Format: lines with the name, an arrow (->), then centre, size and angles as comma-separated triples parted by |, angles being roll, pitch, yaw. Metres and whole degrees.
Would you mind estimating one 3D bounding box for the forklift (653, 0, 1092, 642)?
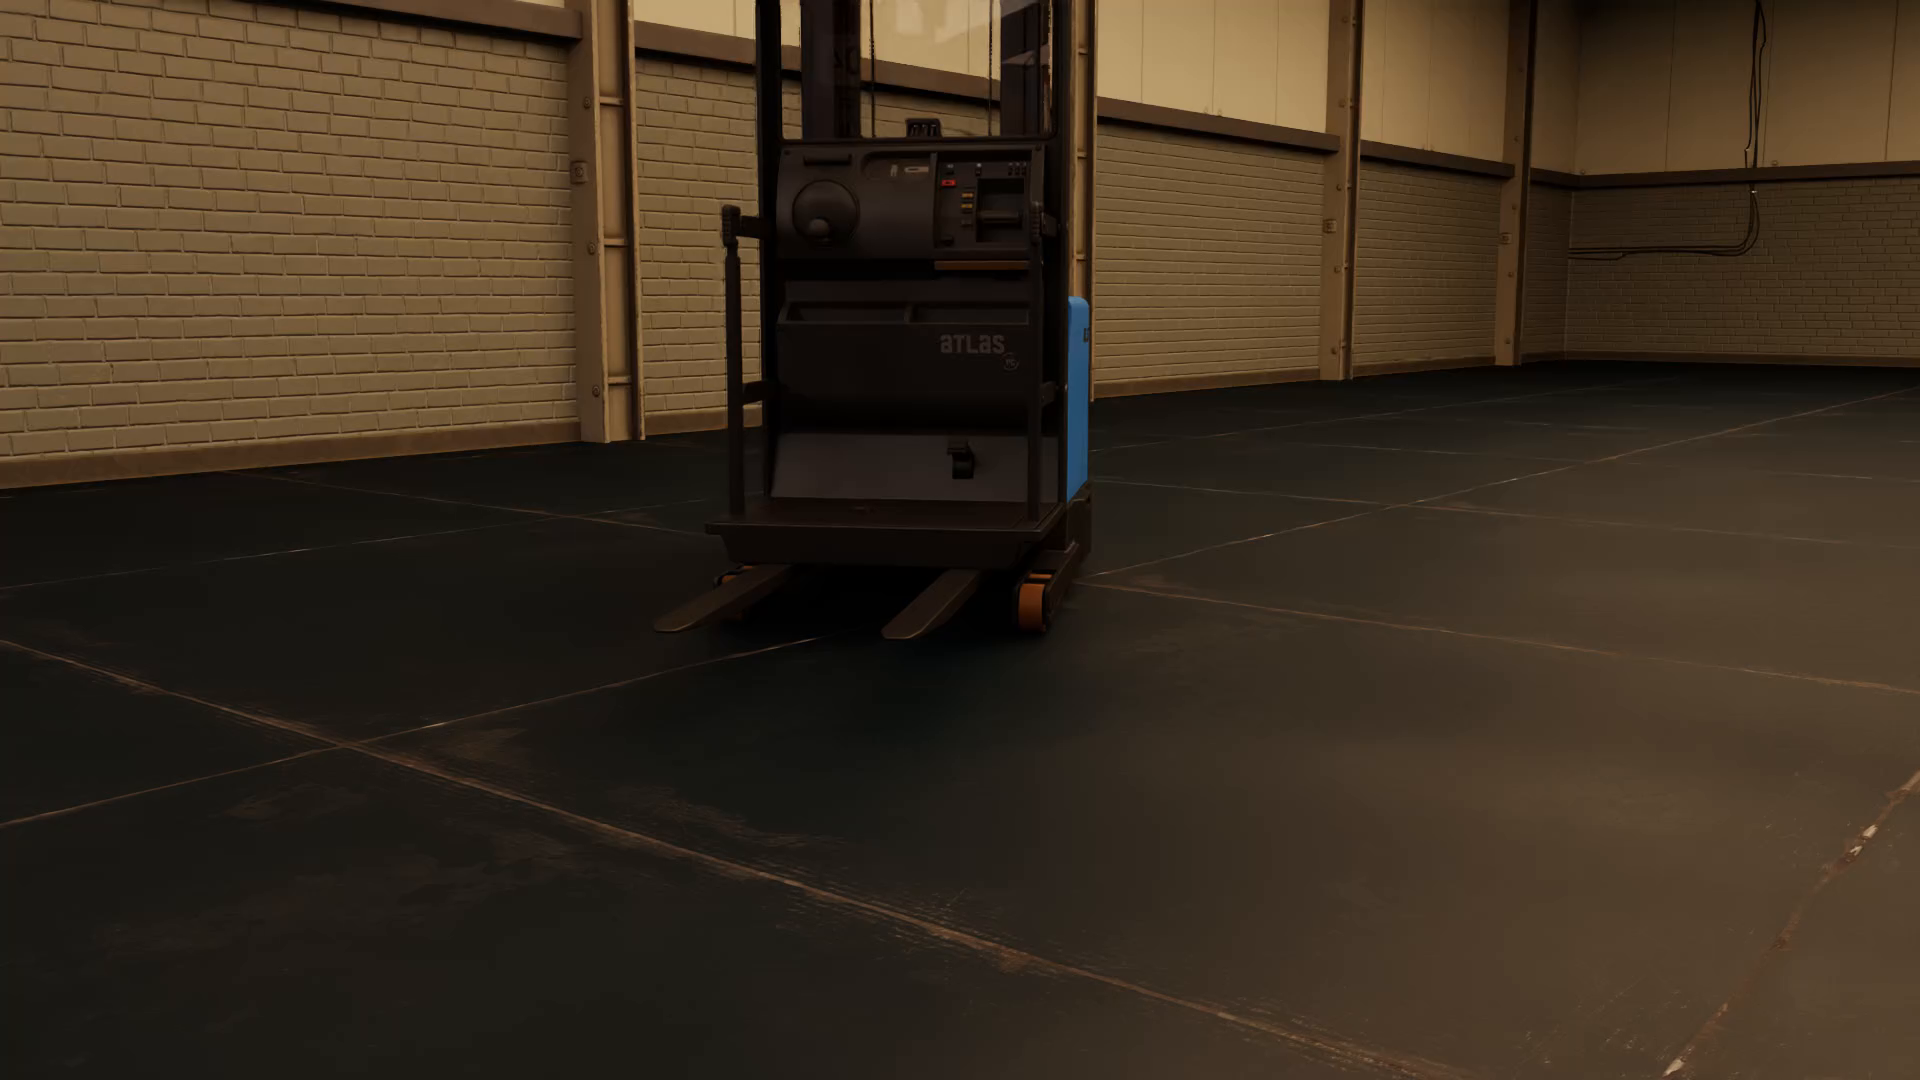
forklift -> -0.206, -1.206, 5.521 | 1.130, 2.935, 3.031 | 1, 8, 10
